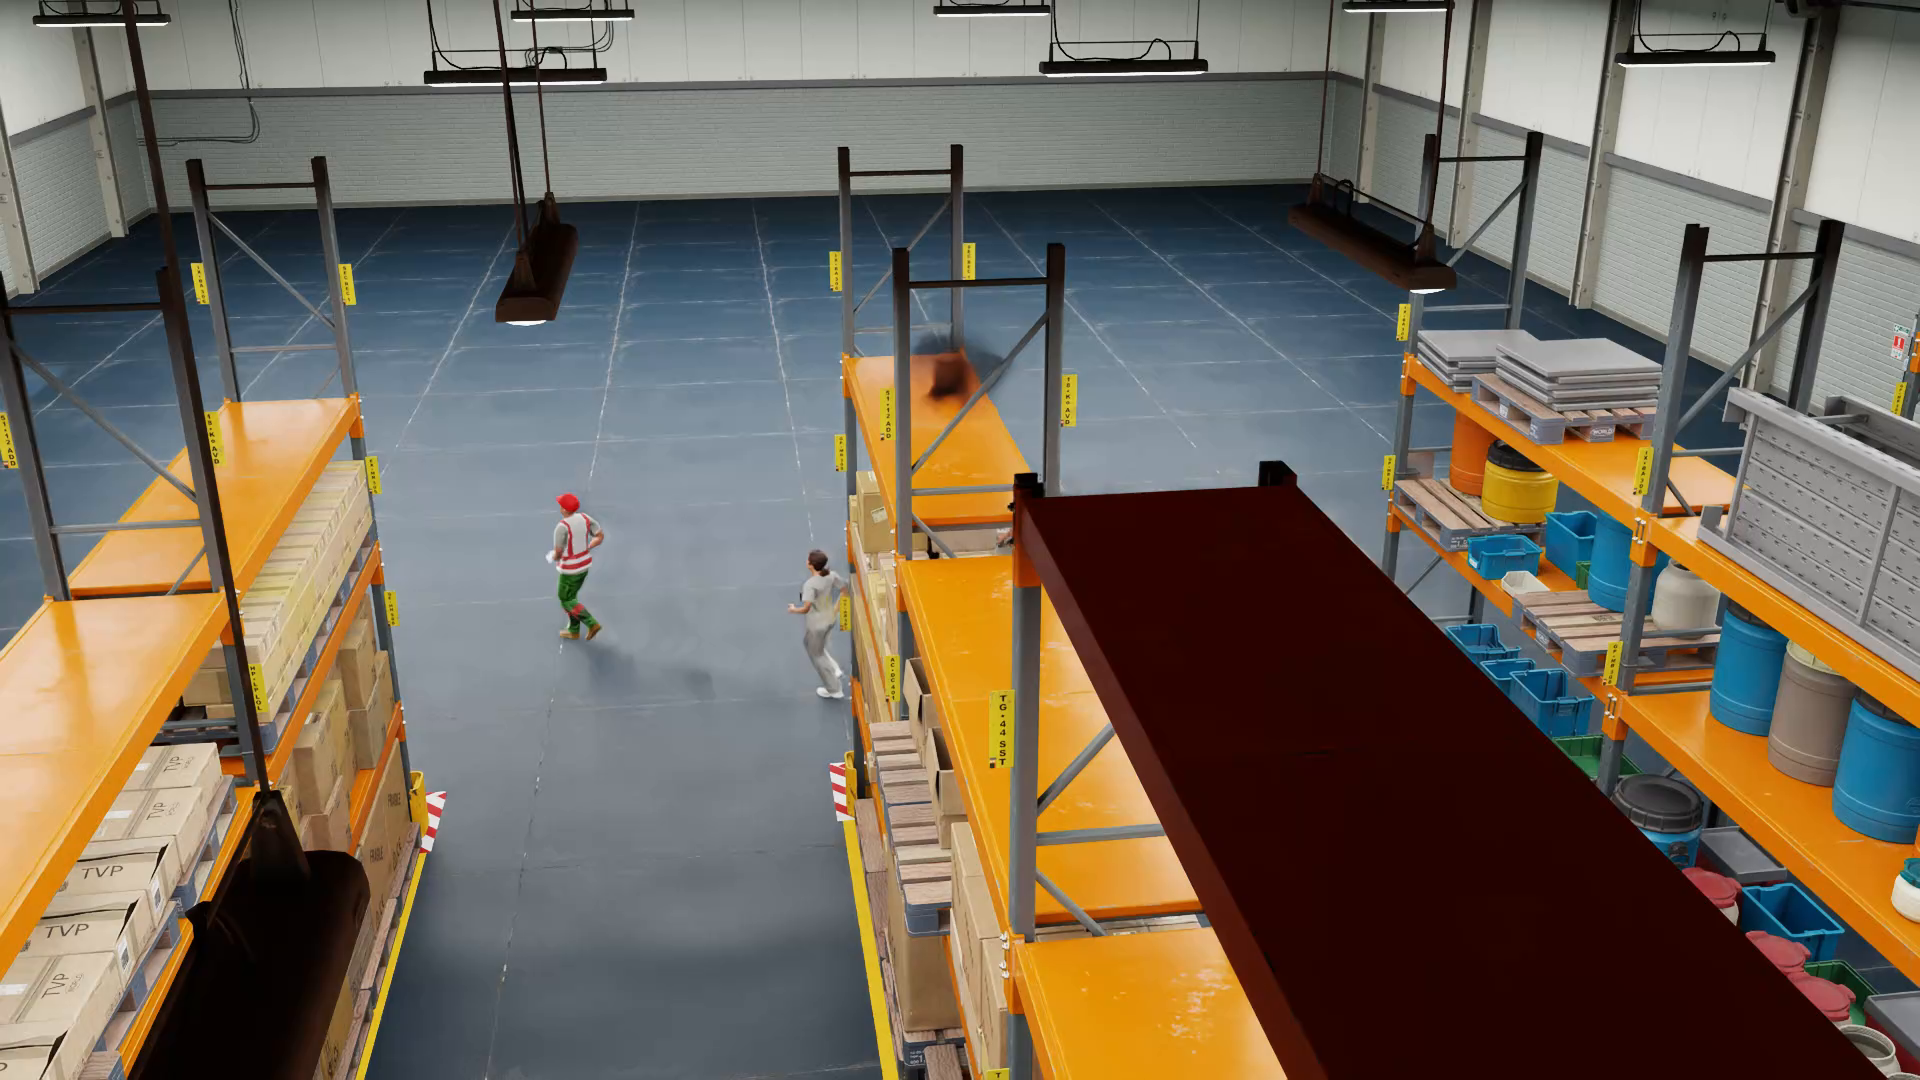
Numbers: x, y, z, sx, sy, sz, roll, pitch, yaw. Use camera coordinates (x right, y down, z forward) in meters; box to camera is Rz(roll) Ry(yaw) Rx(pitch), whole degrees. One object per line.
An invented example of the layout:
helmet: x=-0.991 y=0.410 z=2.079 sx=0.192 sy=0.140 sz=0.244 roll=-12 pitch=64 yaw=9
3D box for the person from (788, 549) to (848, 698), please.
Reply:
person: x=-1.502 y=0.843 z=17.214 sx=0.537 sy=1.619 sz=0.573 roll=11 pitch=24 yaw=26

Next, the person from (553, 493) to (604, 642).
person: x=-4.242 y=0.316 z=18.454 sx=0.741 sy=1.767 sz=0.667 roll=13 pitch=25 yaw=30

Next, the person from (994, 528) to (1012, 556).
person: x=0.504 y=0.018 z=19.134 sx=0.878 sy=1.805 sz=0.653 roll=6 pitch=22 yaw=14
